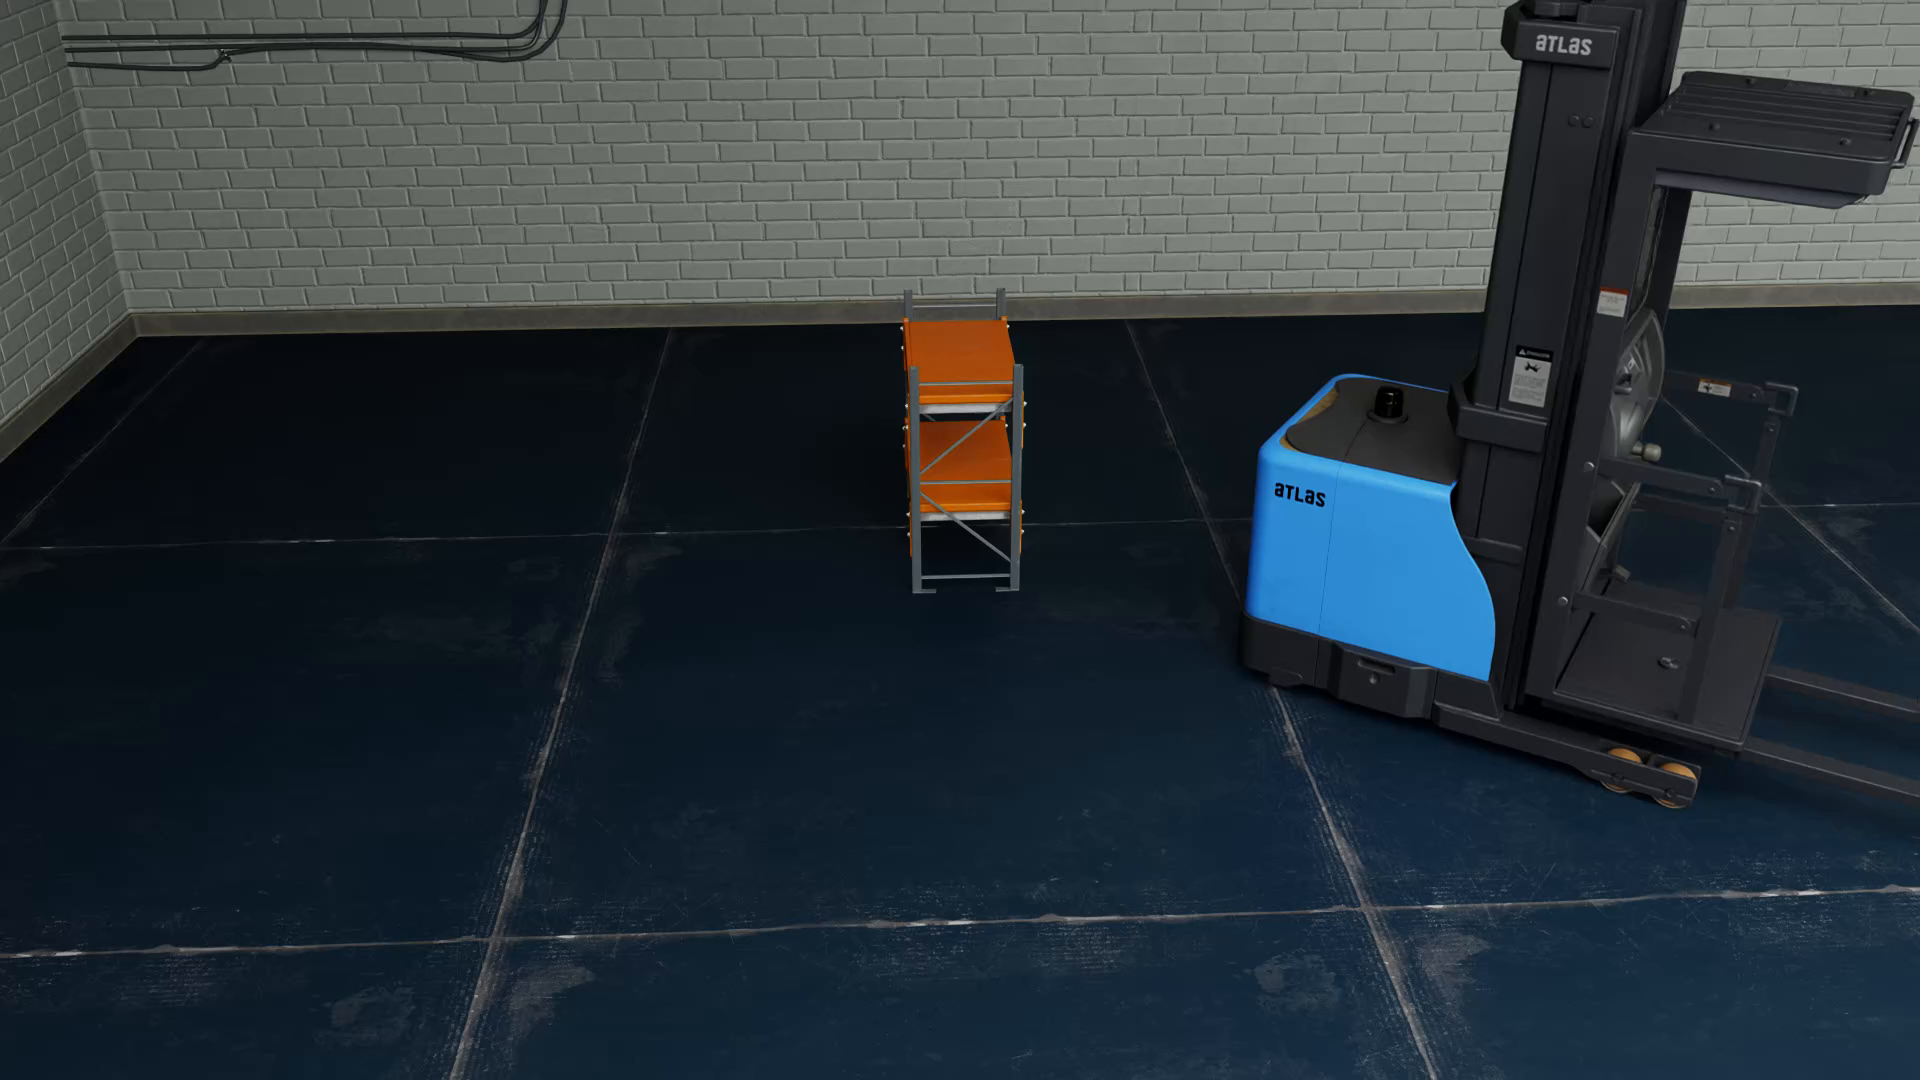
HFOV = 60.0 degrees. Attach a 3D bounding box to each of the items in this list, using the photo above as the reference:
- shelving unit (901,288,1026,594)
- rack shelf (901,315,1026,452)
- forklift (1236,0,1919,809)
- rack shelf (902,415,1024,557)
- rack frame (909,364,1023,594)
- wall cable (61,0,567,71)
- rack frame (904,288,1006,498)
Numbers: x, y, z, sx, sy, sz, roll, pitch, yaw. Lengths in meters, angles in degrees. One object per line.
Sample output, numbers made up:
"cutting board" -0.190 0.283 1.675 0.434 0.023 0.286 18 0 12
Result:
"shelving unit" 0.000 -0.496 7.984 0.538 1.125 1.048 -1 28 -3
"rack shelf" 0.000 -0.755 7.849 0.538 0.278 1.000 -1 28 -3
"forklift" 2.716 -0.565 6.163 3.031 2.935 1.130 15 31 27
"rack shelf" 0.000 -0.279 8.097 0.538 0.278 1.000 -1 28 -3
"rack frame" 0.027 -0.261 7.534 0.500 1.125 0.032 -1 28 -3
"wall cable" -3.888 -3.954 9.458 3.097 2.526 0.112 -1 28 -3
"rack frame" -0.026 -0.730 8.434 0.500 1.125 0.032 -1 28 -3
